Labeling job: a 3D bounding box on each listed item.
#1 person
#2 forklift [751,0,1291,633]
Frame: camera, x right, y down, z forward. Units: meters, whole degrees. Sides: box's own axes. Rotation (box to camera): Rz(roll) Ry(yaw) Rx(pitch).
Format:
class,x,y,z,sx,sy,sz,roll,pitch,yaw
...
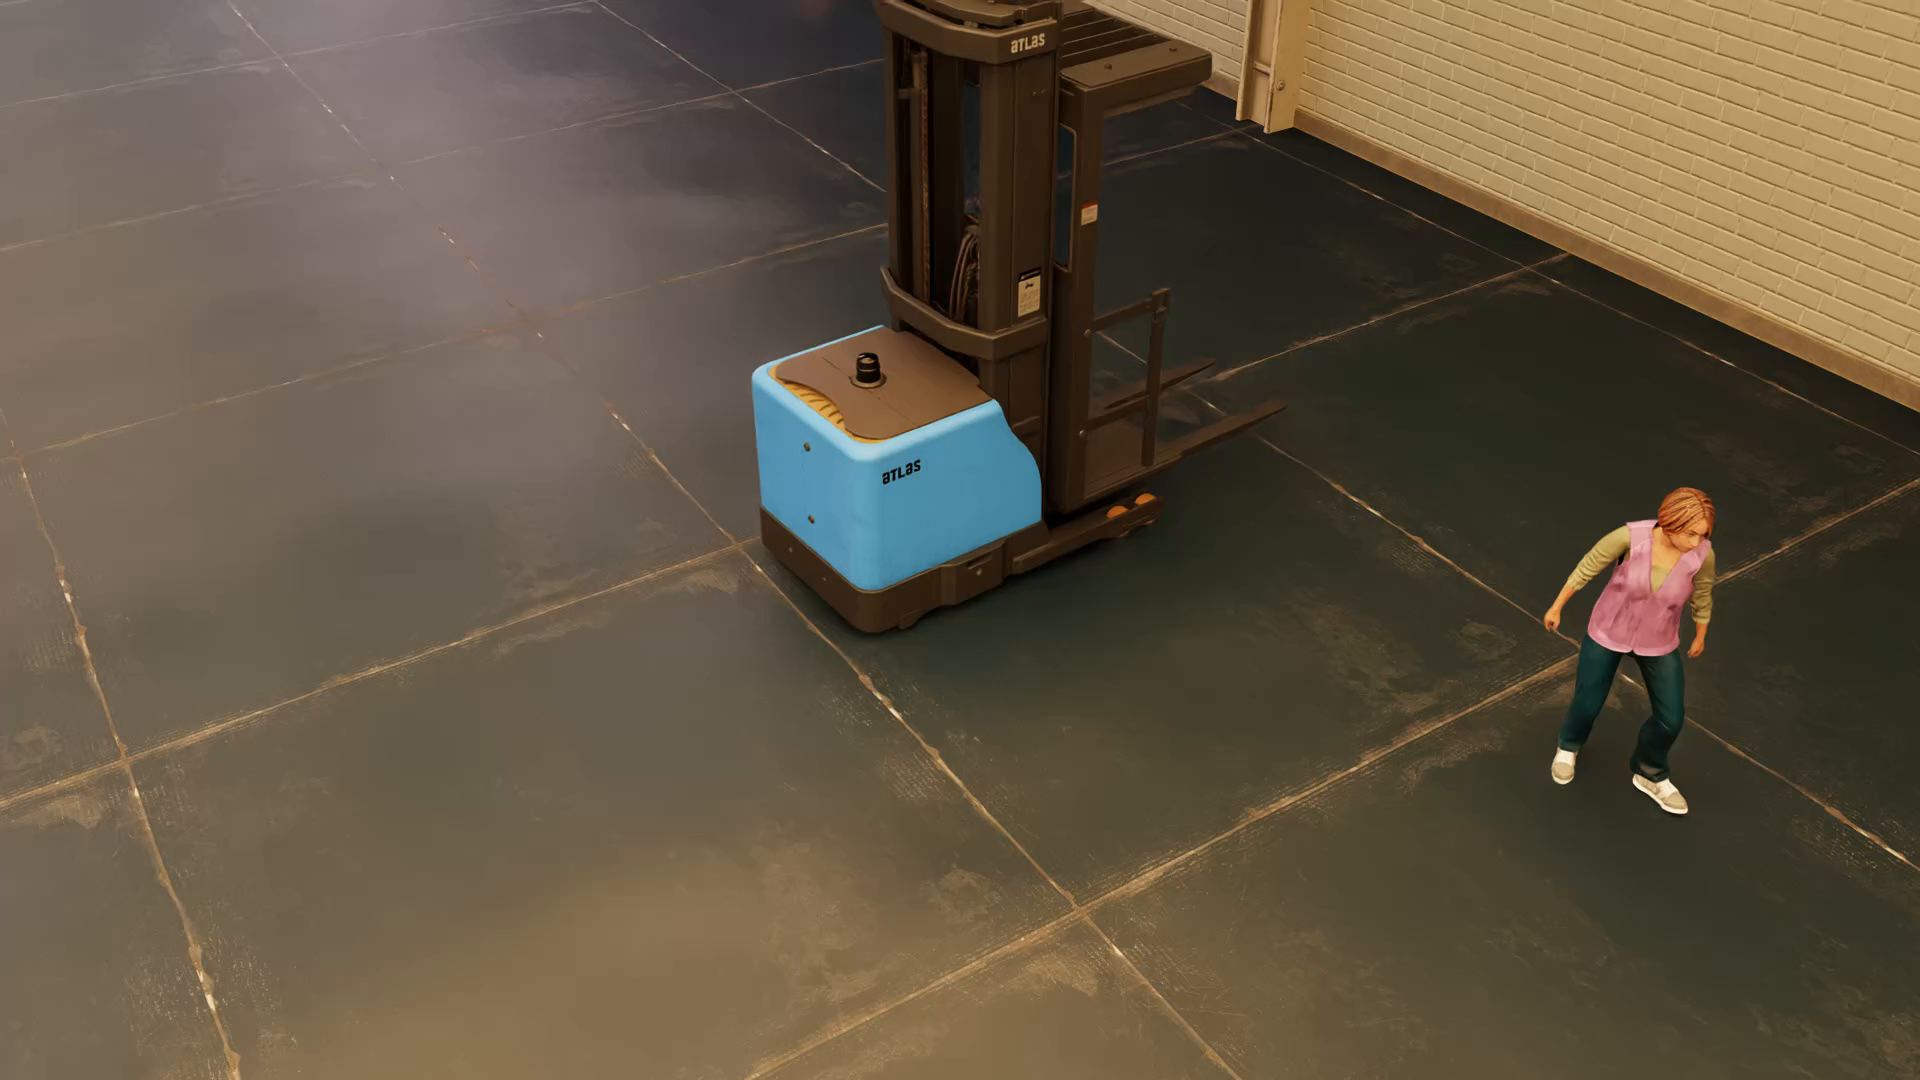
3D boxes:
class,x,y,z,sx,sy,sz,roll,pitch,yaw
person,2.762,0.409,6.781,0.730,1.563,0.399,10,36,14
forklift,0.463,-1.433,8.187,3.031,2.935,1.130,-23,41,-29
